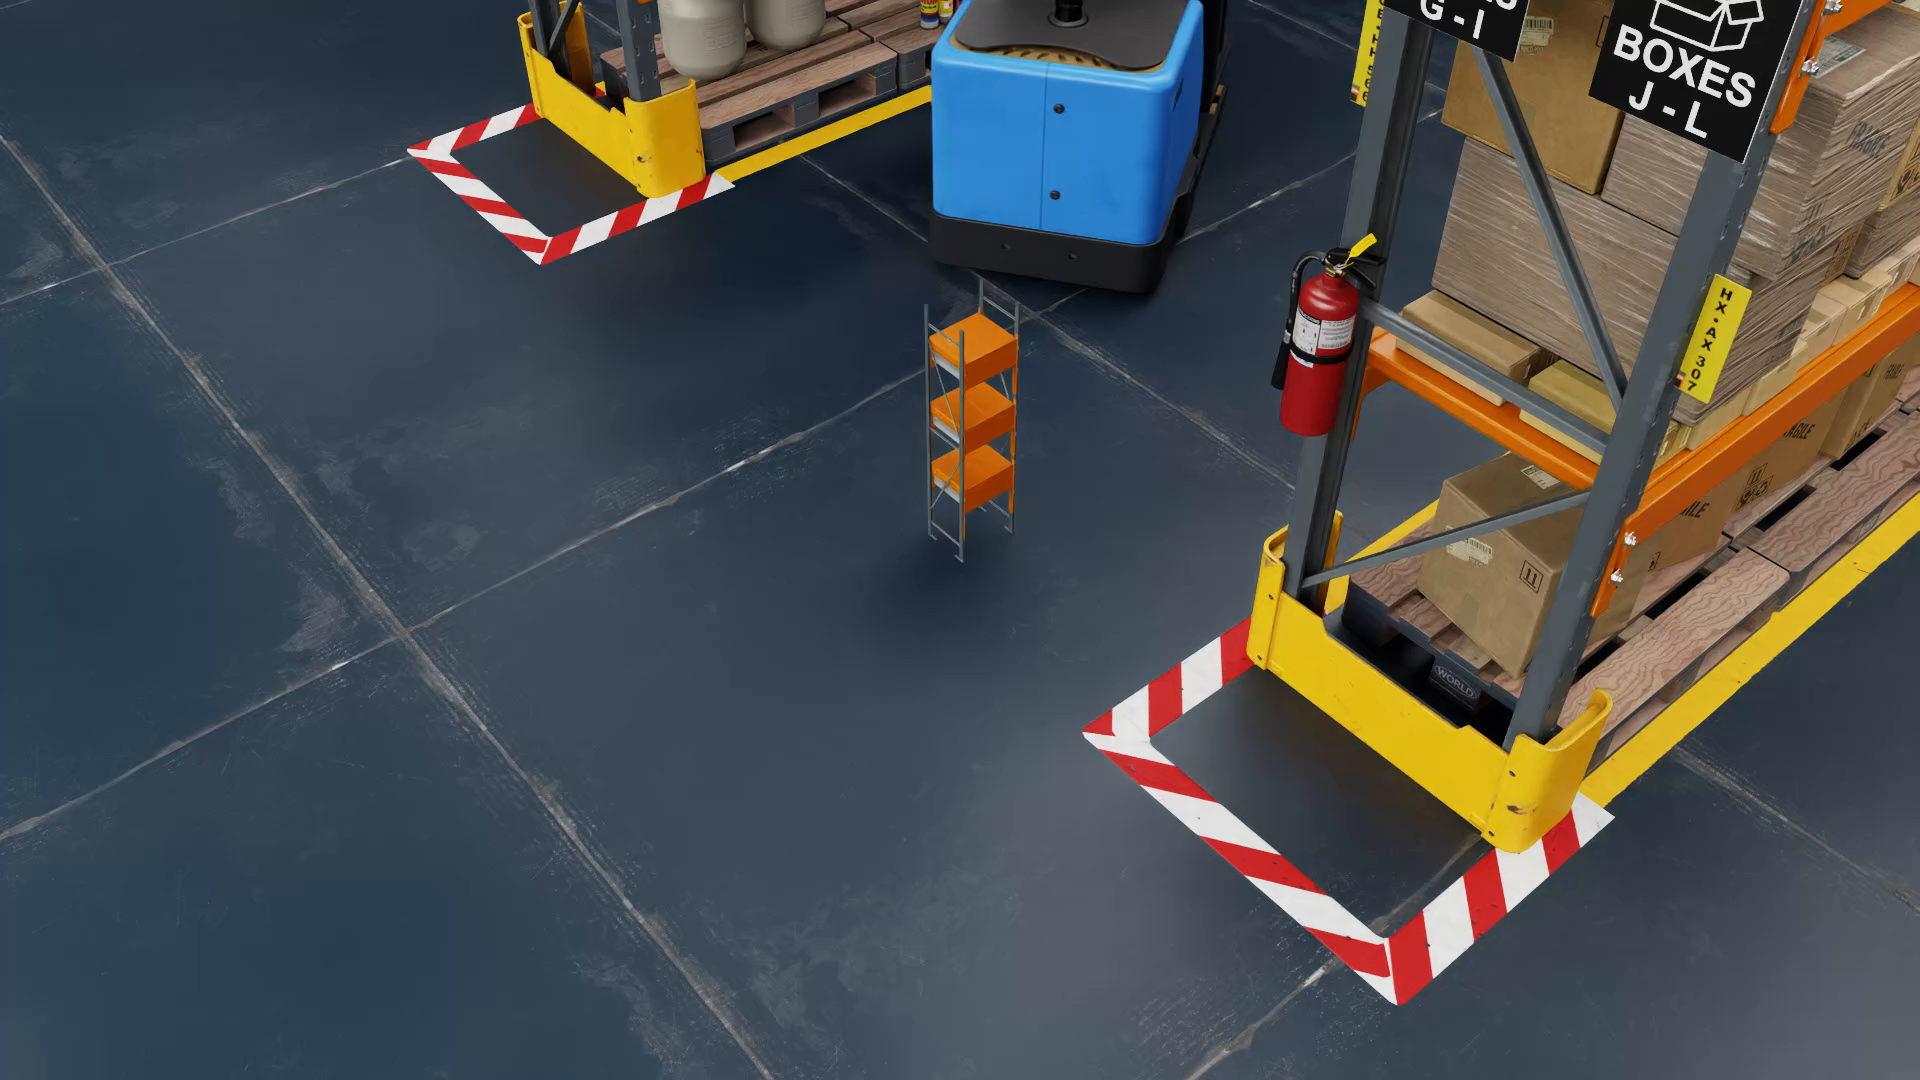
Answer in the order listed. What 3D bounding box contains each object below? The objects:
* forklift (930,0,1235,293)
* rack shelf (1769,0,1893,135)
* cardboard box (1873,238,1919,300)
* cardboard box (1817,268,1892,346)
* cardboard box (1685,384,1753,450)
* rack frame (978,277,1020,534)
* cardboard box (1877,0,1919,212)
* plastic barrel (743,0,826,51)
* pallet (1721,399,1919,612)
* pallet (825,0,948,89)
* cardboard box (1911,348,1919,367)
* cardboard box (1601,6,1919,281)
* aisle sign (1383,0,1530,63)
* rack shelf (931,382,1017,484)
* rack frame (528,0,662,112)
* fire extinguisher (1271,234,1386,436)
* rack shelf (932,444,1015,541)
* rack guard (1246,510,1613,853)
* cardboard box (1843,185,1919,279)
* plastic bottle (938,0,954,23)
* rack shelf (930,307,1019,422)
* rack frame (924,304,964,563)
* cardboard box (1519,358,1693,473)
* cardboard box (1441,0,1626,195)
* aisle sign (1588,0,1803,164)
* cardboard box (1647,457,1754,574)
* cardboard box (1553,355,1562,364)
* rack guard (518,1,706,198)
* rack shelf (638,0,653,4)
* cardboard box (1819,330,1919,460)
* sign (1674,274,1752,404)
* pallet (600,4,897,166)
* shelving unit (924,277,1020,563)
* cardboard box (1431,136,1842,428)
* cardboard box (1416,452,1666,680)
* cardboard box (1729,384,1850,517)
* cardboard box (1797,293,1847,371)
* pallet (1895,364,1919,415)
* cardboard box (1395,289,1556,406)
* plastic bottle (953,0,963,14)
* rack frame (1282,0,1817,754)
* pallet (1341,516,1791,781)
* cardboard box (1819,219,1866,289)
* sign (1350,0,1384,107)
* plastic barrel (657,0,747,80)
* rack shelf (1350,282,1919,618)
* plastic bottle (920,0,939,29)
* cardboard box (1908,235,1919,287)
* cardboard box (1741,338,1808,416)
[{"bbox_3d":[0.752,-3.178,7.493,1.130,2.935,3.031,11,44,11],"label":"forklift"},{"bbox_3d":[2.960,-2.153,4.685,4.000,0.370,1.077,-30,51,-28],"label":"rack shelf"},{"bbox_3d":[2.752,-0.904,5.205,0.250,0.149,0.380,-30,51,-28],"label":"cardboard box"},{"bbox_3d":[2.578,-0.780,5.073,0.250,0.149,0.380,-30,51,-28],"label":"cardboard box"},{"bbox_3d":[2.001,-0.451,4.723,0.250,0.149,0.380,-30,51,-28],"label":"cardboard box"},{"bbox_3d":[0.135,-0.460,5.973,0.008,1.050,0.200,-30,51,-28],"label":"rack frame"},{"bbox_3d":[2.411,-1.267,4.387,0.500,0.500,0.500,-30,51,-28],"label":"cardboard box"},{"bbox_3d":[-0.912,-2.839,8.593,0.421,0.512,0.421,0,43,0],"label":"plastic barrel"},{"bbox_3d":[3.065,-0.331,6.448,1.213,0.211,1.003,-30,51,-28],"label":"pallet"},{"bbox_3d":[-0.162,-2.972,9.261,1.213,0.211,1.003,-30,51,-28],"label":"pallet"},{"bbox_3d":[3.727,-1.032,6.676,0.500,0.500,0.500,-15,45,-16],"label":"cardboard box"},{"bbox_3d":[2.023,-1.051,4.157,0.500,0.500,0.500,-30,51,-28],"label":"cardboard box"},{"bbox_3d":[1.186,-1.521,3.779,0.004,0.787,0.394,-30,51,-28],"label":"aisle sign"},{"bbox_3d":[0.041,-0.398,5.923,0.240,0.259,0.215,-30,51,-28],"label":"rack shelf"},{"bbox_3d":[-1.752,-3.044,7.300,0.127,3.000,1.000,-30,51,-28],"label":"rack frame"},{"bbox_3d":[1.042,-0.606,4.761,0.183,0.674,0.296,-30,51,-28],"label":"fire extinguisher"},{"bbox_3d":[0.041,-0.196,6.113,0.240,0.259,0.215,-30,51,-28],"label":"rack shelf"},{"bbox_3d":[1.484,0.435,5.422,0.348,0.500,1.175,-30,51,-28],"label":"rack guard"},{"bbox_3d":[2.583,-1.294,5.147,0.500,0.500,0.875,-30,51,-28],"label":"cardboard box"},{"bbox_3d":[-0.082,-2.862,8.829,0.097,0.201,0.097,0,43,0],"label":"plastic bottle"},{"bbox_3d":[0.041,-0.605,5.729,0.240,0.259,0.215,-30,51,-28],"label":"rack shelf"},{"bbox_3d":[-0.053,-0.353,5.859,0.008,1.050,0.200,-30,51,-28],"label":"rack frame"},{"bbox_3d":[1.797,-0.351,4.617,0.250,0.149,0.380,-30,51,-28],"label":"cardboard box"},{"bbox_3d":[1.689,-1.324,4.448,0.500,0.500,0.500,-30,51,-28],"label":"cardboard box"},{"bbox_3d":[1.571,-1.206,3.444,0.004,0.787,0.394,-30,51,-28],"label":"aisle sign"},{"bbox_3d":[2.352,-0.231,5.824,0.500,0.500,0.500,-17,46,-18],"label":"cardboard box"},{"bbox_3d":[1.704,-0.694,4.982,0.250,0.149,0.380,-30,51,-28],"label":"cardboard box"},{"bbox_3d":[-1.724,-2.191,8.217,0.348,0.500,1.175,-30,51,-28],"label":"rack guard"},{"bbox_3d":[-0.218,-3.660,8.481,4.000,0.370,1.077,-30,51,-28],"label":"rack shelf"},{"bbox_3d":[3.301,-0.718,6.342,0.500,0.500,0.500,34,53,31],"label":"cardboard box"},{"bbox_3d":[1.774,-0.474,3.931,0.005,0.325,0.100,-30,51,-28],"label":"sign"},{"bbox_3d":[-1.097,-2.439,8.693,1.213,0.211,1.003,-30,51,-28],"label":"pallet"},{"bbox_3d":[0.041,-0.406,5.916,0.252,1.050,0.215,-30,51,-28],"label":"shelving unit"},{"bbox_3d":[1.865,-0.815,4.636,0.500,0.500,0.875,-30,51,-28],"label":"cardboard box"},{"bbox_3d":[1.916,0.050,5.525,0.500,0.500,0.500,-21,47,-21],"label":"cardboard box"},{"bbox_3d":[2.844,-0.496,6.106,0.500,0.500,0.500,-25,49,-24],"label":"cardboard box"},{"bbox_3d":[2.381,-0.674,4.960,0.250,0.149,0.380,-30,51,-28],"label":"cardboard box"},{"bbox_3d":[4.001,-0.870,7.022,1.213,0.211,1.003,-30,51,-28],"label":"pallet"},{"bbox_3d":[1.512,-0.585,4.865,0.250,0.149,0.380,-30,51,-28],"label":"cardboard box"},{"bbox_3d":[0.024,-2.937,8.848,0.133,0.283,0.061,-29,50,-27],"label":"plastic bottle"},{"bbox_3d":[1.426,-0.443,4.531,0.127,3.000,1.000,-30,51,-28],"label":"rack frame"},{"bbox_3d":[2.130,0.202,5.881,1.213,0.211,1.003,-30,51,-28],"label":"pallet"},{"bbox_3d":[2.172,-1.098,4.937,0.500,0.500,0.875,-30,51,-28],"label":"cardboard box"},{"bbox_3d":[1.085,-1.280,4.346,0.005,0.325,0.100,-30,51,-28],"label":"sign"},{"bbox_3d":[-1.296,-2.619,8.358,0.421,0.512,0.421,0,43,0],"label":"plastic barrel"},{"bbox_3d":[2.960,-1.059,5.712,4.000,0.370,1.077,-30,51,-28],"label":"rack shelf"},{"bbox_3d":[-0.161,-2.842,8.757,0.097,0.271,0.097,0,43,0],"label":"plastic bottle"},{"bbox_3d":[3.010,-0.959,5.264,0.250,0.149,0.380,-30,51,-28],"label":"cardboard box"},{"bbox_3d":[2.203,-0.553,4.831,0.250,0.149,0.380,-30,51,-28],"label":"cardboard box"}]
